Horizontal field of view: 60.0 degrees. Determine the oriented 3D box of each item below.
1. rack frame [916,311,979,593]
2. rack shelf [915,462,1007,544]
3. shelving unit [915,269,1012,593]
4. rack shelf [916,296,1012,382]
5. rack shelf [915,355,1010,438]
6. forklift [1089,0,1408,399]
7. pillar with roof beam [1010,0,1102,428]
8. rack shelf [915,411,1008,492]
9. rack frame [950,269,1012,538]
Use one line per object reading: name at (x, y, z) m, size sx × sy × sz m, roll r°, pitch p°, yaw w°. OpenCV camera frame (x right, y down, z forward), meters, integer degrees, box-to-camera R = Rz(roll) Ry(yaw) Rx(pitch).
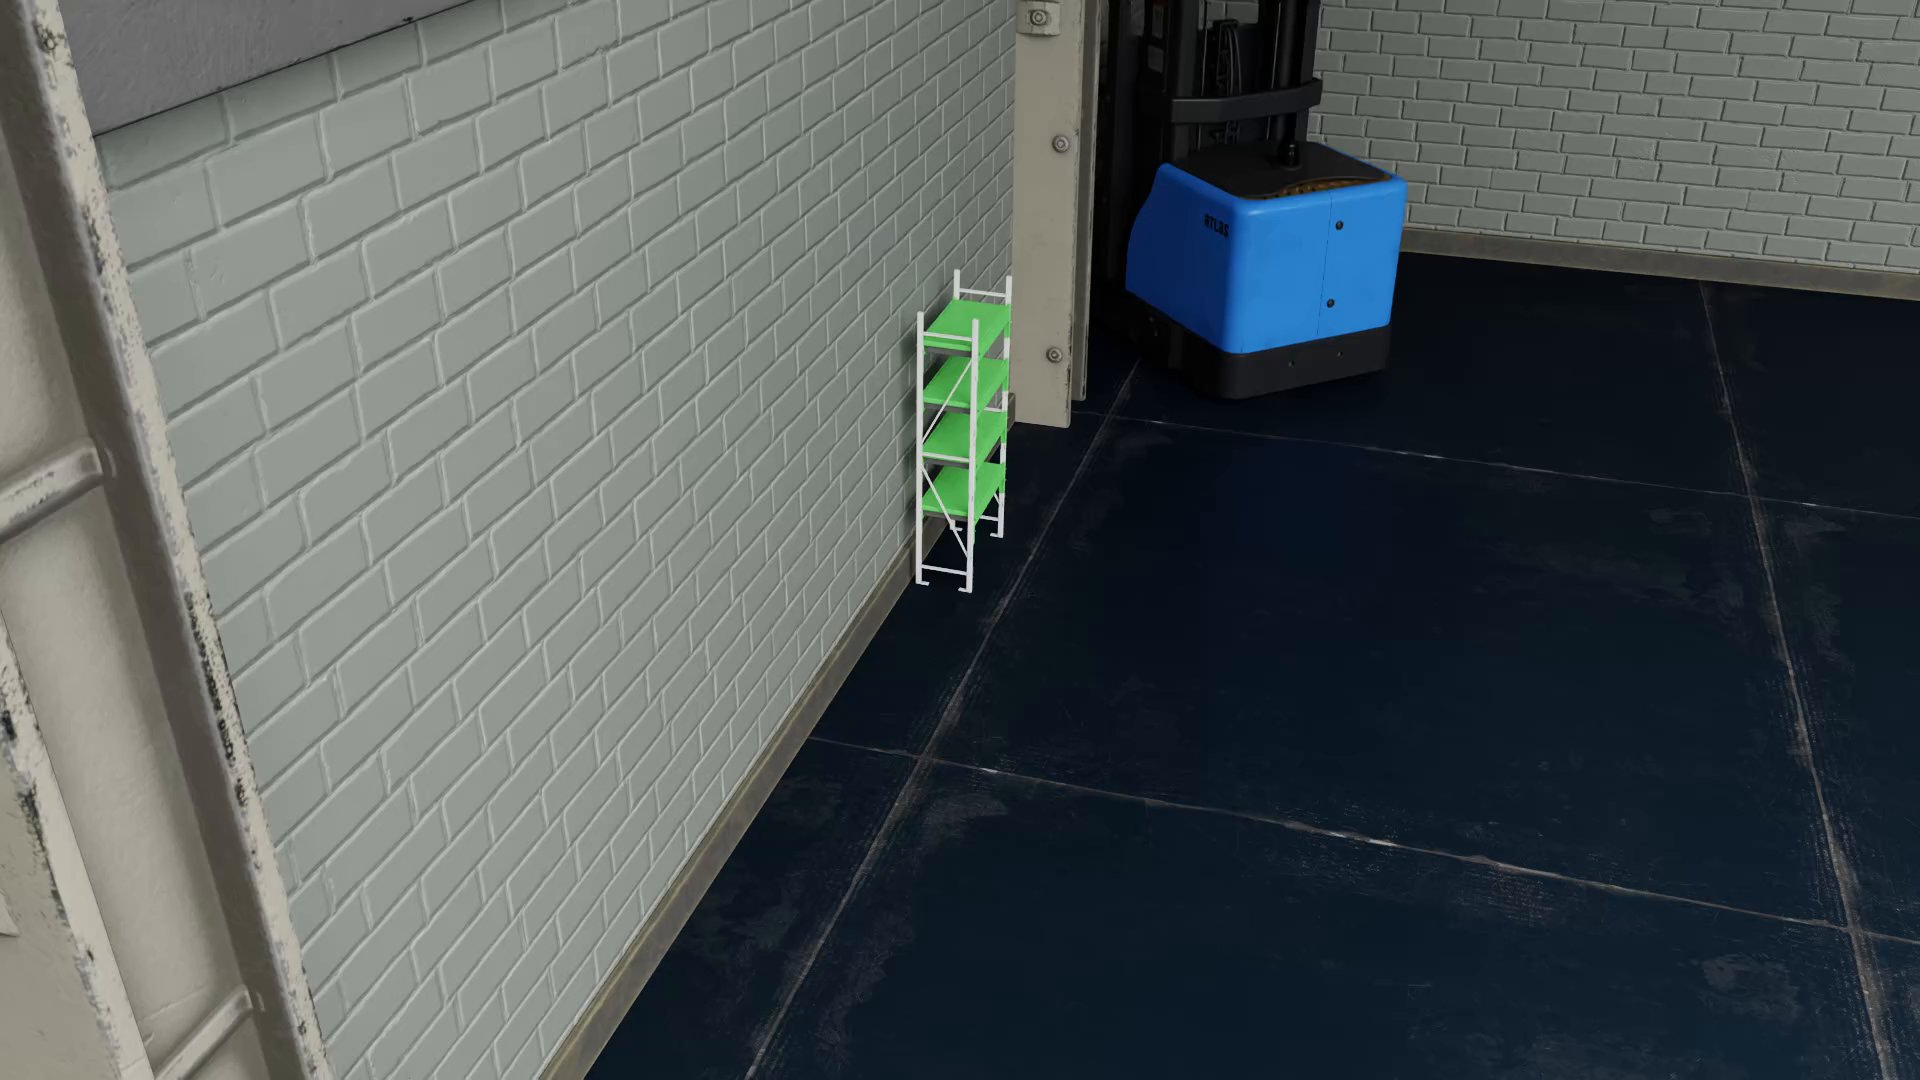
rack frame at (-0.057, -0.327, 6.599) m, size 0.240 × 1.200 × 0.015 m, roll 9°, pitch 30°, yaw 14°
rack shelf at (0.007, -0.176, 6.952) m, size 0.258 × 0.148 × 0.480 m, roll 9°, pitch 30°, yaw 14°
shelving unit at (0.013, -0.441, 6.803) m, size 0.258 × 1.200 × 0.503 m, roll 9°, pitch 30°, yaw 14°
rack shelf at (0.020, -0.803, 6.599) m, size 0.258 × 0.148 × 0.480 m, roll 9°, pitch 30°, yaw 14°
rack shelf at (0.016, -0.594, 6.717) m, size 0.258 × 0.148 × 0.480 m, roll 9°, pitch 30°, yaw 14°
forklift at (1.170, -2.685, 9.061) m, size 1.130 × 2.935 × 3.031 m, roll -13°, pitch 32°, yaw -22°
pillar with roof beam at (4.560, -3.988, 5.162) m, size 9.100 × 9.000 × 0.400 m, roll 8°, pitch 30°, yaw 15°
rack shelf at (0.011, -0.385, 6.835) m, size 0.258 × 0.148 × 0.480 m, roll 9°, pitch 30°, yaw 14°
rack frame at (0.082, -0.555, 7.008) m, size 0.240 × 1.200 × 0.015 m, roll 9°, pitch 30°, yaw 14°
